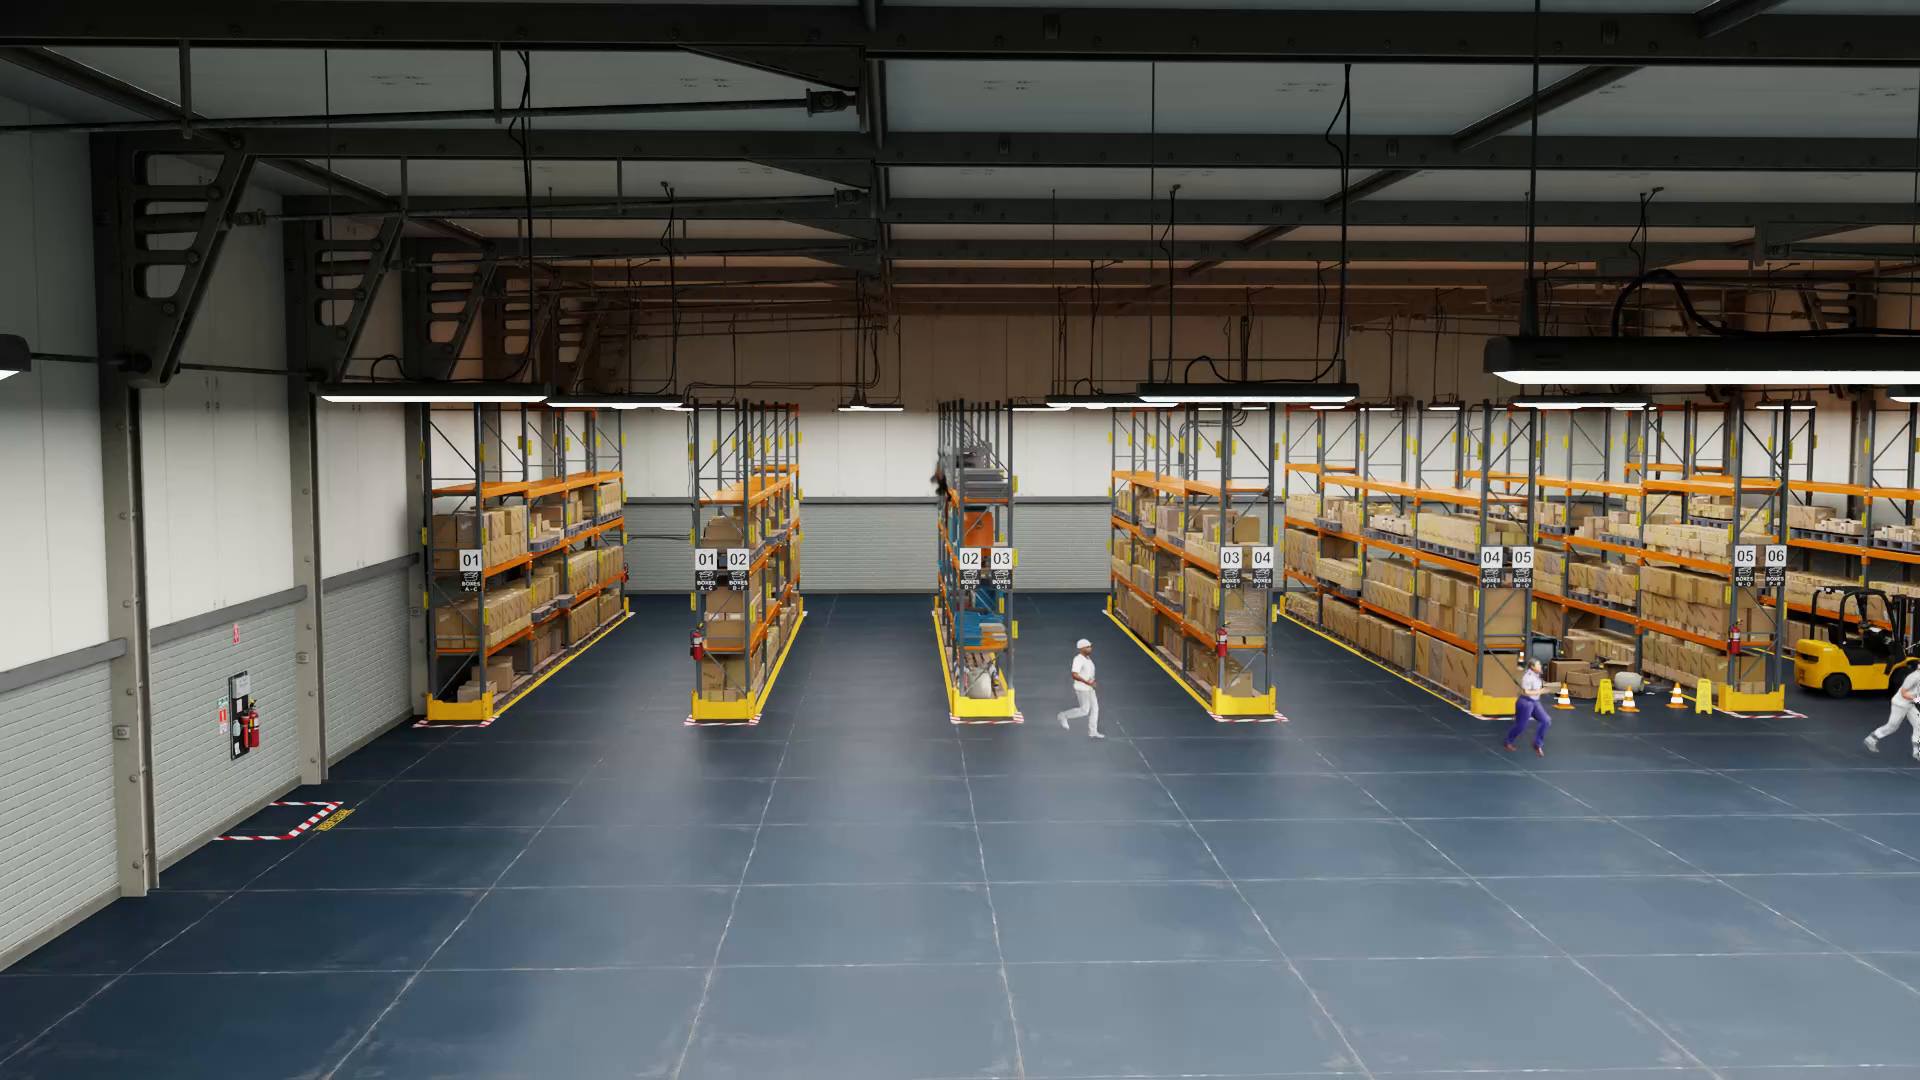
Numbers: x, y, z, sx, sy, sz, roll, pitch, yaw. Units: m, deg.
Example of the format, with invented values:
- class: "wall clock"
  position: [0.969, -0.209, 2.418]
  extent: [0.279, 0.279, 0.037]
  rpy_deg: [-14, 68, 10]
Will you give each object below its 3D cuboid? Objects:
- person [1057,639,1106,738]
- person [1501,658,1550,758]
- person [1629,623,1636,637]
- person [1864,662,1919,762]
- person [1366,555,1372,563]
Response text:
- class: "person"
  position: [2.166, 2.625, 29.445]
  extent: [0.870, 1.751, 0.696]
  rpy_deg: [2, 5, 22]
- class: "person"
  position: [9.488, 2.800, 27.851]
  extent: [0.823, 1.680, 0.626]
  rpy_deg: [4, 6, 41]
- class: "person"
  position: [16.691, 1.777, 41.005]
  extent: [0.624, 1.686, 0.708]
  rpy_deg: [0, 4, -2]
- class: "person"
  position: [15.556, 2.806, 27.516]
  extent: [0.703, 1.731, 1.060]
  rpy_deg: [-4, 6, -43]
- class: "person"
  position: [11.332, 1.311, 46.220]
  extent: [0.706, 1.779, 1.021]
  rpy_deg: [-1, 4, -10]
